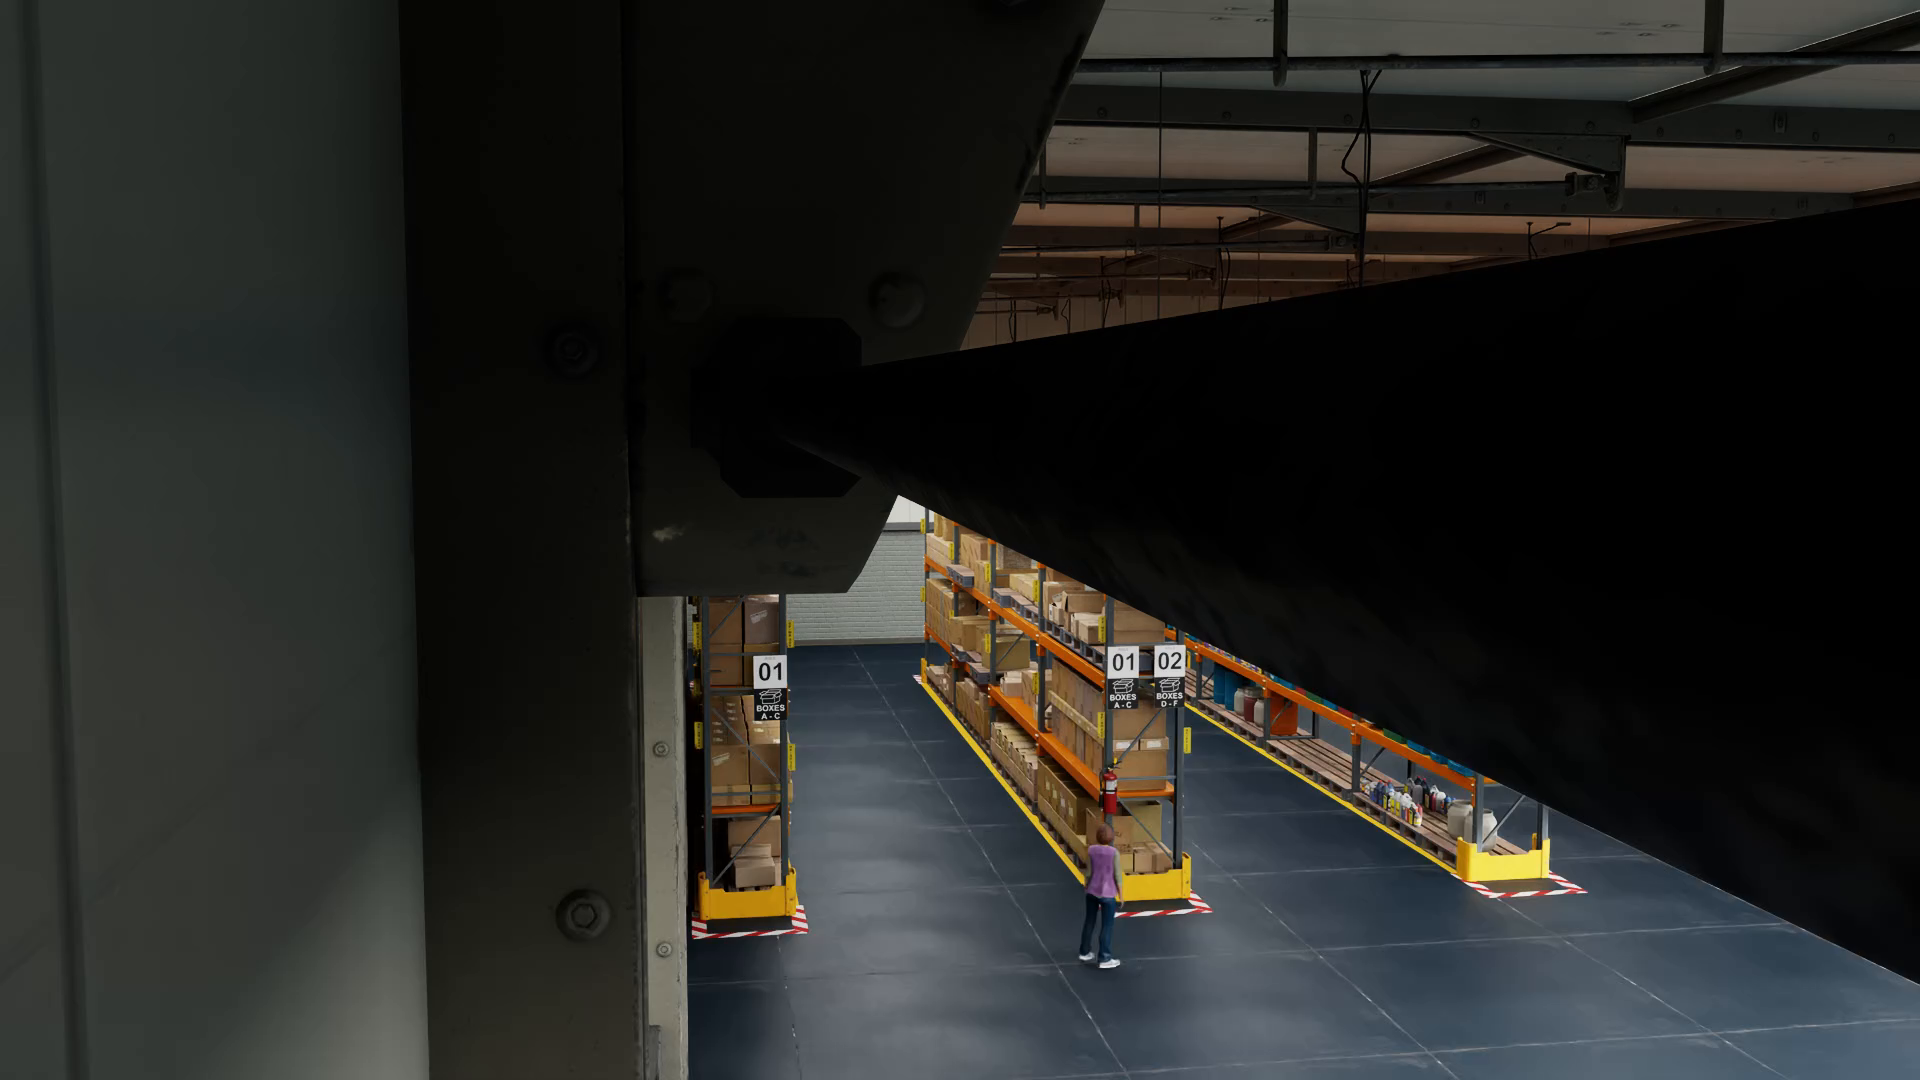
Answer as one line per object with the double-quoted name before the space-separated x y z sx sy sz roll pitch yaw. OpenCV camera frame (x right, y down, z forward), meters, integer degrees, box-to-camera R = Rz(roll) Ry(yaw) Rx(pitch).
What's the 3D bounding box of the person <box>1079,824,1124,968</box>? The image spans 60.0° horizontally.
"person" 1.558 3.922 18.415 0.550 1.609 0.355 4 7 40
